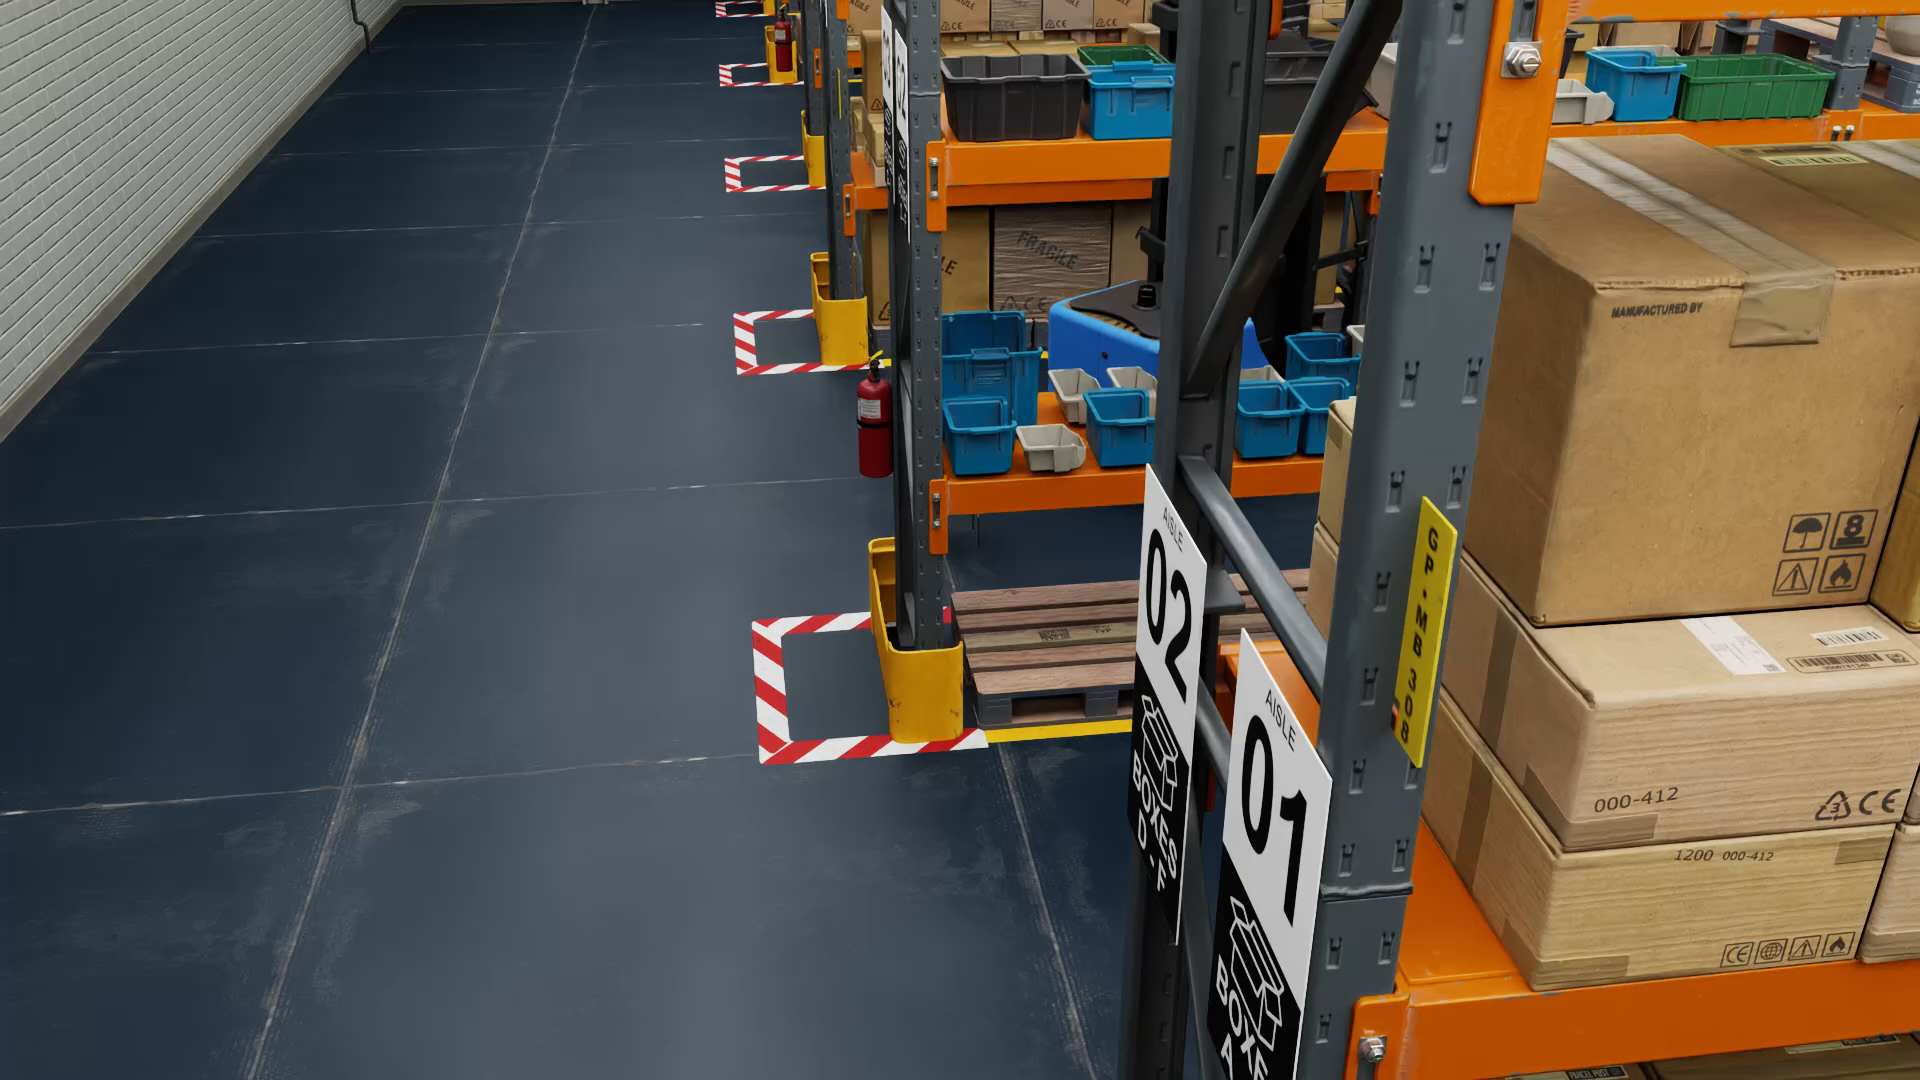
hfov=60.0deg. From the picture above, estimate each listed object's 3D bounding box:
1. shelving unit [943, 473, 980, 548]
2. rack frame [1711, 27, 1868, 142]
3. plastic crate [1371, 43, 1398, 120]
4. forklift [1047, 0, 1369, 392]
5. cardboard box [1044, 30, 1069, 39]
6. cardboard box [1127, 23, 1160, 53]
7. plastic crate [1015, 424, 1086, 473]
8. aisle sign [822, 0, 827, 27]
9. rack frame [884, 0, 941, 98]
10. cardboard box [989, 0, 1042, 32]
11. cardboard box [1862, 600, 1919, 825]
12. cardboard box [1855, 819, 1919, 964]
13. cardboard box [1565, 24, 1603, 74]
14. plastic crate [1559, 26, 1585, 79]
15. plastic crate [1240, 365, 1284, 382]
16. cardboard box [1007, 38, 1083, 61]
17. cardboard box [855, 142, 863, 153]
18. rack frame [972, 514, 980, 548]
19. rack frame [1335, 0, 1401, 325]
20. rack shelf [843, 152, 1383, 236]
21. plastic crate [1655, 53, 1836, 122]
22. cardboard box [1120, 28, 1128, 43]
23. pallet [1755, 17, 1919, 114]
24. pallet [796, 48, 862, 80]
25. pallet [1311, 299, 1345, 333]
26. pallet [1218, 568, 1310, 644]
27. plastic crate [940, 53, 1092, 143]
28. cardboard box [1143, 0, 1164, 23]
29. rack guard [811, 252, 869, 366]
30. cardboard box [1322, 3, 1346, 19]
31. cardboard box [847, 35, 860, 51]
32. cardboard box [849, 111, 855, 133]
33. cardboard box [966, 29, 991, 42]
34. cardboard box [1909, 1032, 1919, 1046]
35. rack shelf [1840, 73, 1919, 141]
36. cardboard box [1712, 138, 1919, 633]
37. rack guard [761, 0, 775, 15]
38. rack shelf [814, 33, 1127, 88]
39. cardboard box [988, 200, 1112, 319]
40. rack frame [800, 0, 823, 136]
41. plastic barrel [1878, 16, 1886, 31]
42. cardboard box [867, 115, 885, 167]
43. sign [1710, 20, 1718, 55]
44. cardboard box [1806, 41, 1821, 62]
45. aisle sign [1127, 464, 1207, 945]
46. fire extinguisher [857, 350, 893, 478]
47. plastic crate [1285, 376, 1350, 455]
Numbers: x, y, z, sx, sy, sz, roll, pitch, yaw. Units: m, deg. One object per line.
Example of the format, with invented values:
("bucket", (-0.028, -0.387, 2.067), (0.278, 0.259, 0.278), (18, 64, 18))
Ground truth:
("shelving unit", (-0.008, -0.400, 9.544), (0.210, 0.900, 0.258), (-4, 27, -7))
("rack frame", (3.753, -0.903, 8.223), (0.127, 3.000, 1.000), (-4, 27, -7))
("plastic crate", (2.030, -1.932, 7.073), (0.530, 0.282, 0.437), (-4, 27, -7))
("forklift", (1.998, -2.056, 10.546), (3.031, 2.935, 1.130), (-20, 33, -34))
("cardboard box", (0.926, -5.071, 16.622), (0.250, 0.149, 0.380), (-4, 27, -8))
("cardboard box", (1.550, -3.563, 12.425), (0.500, 0.500, 0.500), (-5, 28, -9))
("plastic crate", (0.412, -0.407, 7.482), (0.298, 0.136, 0.250), (-4, 27, -7))
("aisle sign", (-0.927, -3.904, 11.225), (0.004, 0.787, 0.394), (-4, 27, -7))
("rack frame", (-0.208, -3.317, 6.358), (0.127, 3.000, 1.000), (-4, 27, -7))
("cardboard box", (0.512, -5.323, 16.402), (0.500, 0.500, 0.500), (-4, 27, -8))
("cardboard box", (1.520, 0.157, 2.488), (0.500, 0.250, 0.500), (-4, 27, -7))
("cardboard box", (1.520, 0.380, 2.603), (0.500, 0.250, 0.500), (-4, 27, -7))
("cardboard box", (4.376, -3.715, 12.497), (0.637, 0.503, 0.797), (-3, 27, -7))
("plastic crate", (2.485, -2.224, 7.656), (0.590, 0.269, 0.497), (-4, 27, -7))
("plastic crate", (1.427, -0.759, 8.167), (0.250, 0.136, 0.298), (-4, 27, -7))
("cardboard box", (0.623, -3.263, 11.840), (0.500, 0.500, 0.500), (-4, 27, -9))
("cardboard box", (-0.925, -3.943, 16.812), (0.250, 0.149, 0.380), (-3, 27, -6))
("rack frame", (0.093, -0.406, 9.556), (0.006, 0.900, 0.240), (-4, 27, -7))
("rack frame", (3.063, -3.142, 12.587), (0.127, 3.000, 1.000), (-4, 27, -7))
("rack shelf", (1.083, -2.694, 12.504), (4.000, 0.370, 1.077), (-4, 27, -7))
("plastic crate", (3.376, -1.979, 7.268), (0.662, 0.188, 0.450), (-4, 27, -7))
("cardboard box", (1.709, -5.099, 16.677), (0.250, 0.149, 0.380), (-3, 27, -5))
("pallet", (4.516, -2.247, 7.765), (1.003, 0.211, 1.213), (-4, 27, -7))
("pallet", (-1.498, -6.213, 21.627), (1.213, 0.211, 1.003), (-4, 27, -7))
("pallet", (2.299, -1.888, 13.198), (1.213, 0.211, 1.003), (-4, 27, -7))
("pallet", (1.820, 0.481, 8.581), (1.213, 0.211, 1.003), (-4, 27, -7))
("plastic crate", (0.212, -1.823, 6.875), (0.590, 0.269, 0.497), (-4, 27, -7))
("cardboard box", (2.033, -5.409, 16.570), (0.500, 0.500, 0.500), (-4, 27, -7))
("rack guard", (-0.922, -1.774, 12.659), (0.348, 0.500, 1.175), (-4, 27, -7))
("cardboard box", (3.697, -5.332, 16.672), (0.250, 0.149, 0.380), (-3, 27, -7))
("cardboard box", (-1.122, -4.897, 16.283), (0.250, 0.149, 0.380), (-4, 27, -8))
("cardboard box", (-1.006, -4.349, 17.278), (0.250, 0.149, 0.380), (-4, 27, -8))
("cardboard box", (0.156, -5.012, 16.507), (0.250, 0.149, 0.380), (-4, 27, -8))
("cardboard box", (1.968, 1.127, 3.064), (0.500, 0.500, 0.500), (-3, 27, -6))
("rack shelf", (5.734, -2.044, 7.951), (4.000, 0.370, 1.077), (-4, 27, -7))
("cardboard box", (1.492, -0.266, 2.493), (0.500, 0.500, 0.700), (-4, 27, -7))
("rack guard", (-2.898, -8.504, 25.775), (0.348, 0.500, 1.175), (-4, 27, -7))
("rack shelf", (0.492, -4.943, 16.886), (4.000, 0.370, 1.077), (-4, 27, -7))
("cardboard box", (0.626, -2.264, 12.743), (0.875, 0.875, 0.875), (-4, 27, -7))
("rack frame", (-1.489, -5.136, 16.474), (0.127, 3.000, 1.000), (-4, 27, -7))
("plastic barrel", (4.629, -2.658, 7.692), (0.600, 0.588, 0.600), (0, 27, 0))
("cardboard box", (-0.385, -2.861, 11.879), (0.500, 0.250, 0.500), (-4, 27, -8))
("sign", (3.679, -2.490, 8.022), (0.005, 0.325, 0.100), (-4, 27, -7))
("cardboard box", (6.298, -3.848, 12.755), (0.637, 0.503, 0.797), (-3, 27, -5))
("aisle sign", (0.368, 0.300, 3.031), (0.004, 0.787, 0.394), (-4, 27, -7))
("fire extinguisher", (-0.420, -0.644, 8.212), (0.183, 0.674, 0.296), (-4, 27, -7))
("plastic crate", (1.684, -0.570, 7.693), (0.300, 0.233, 0.416), (-4, 27, -7))
